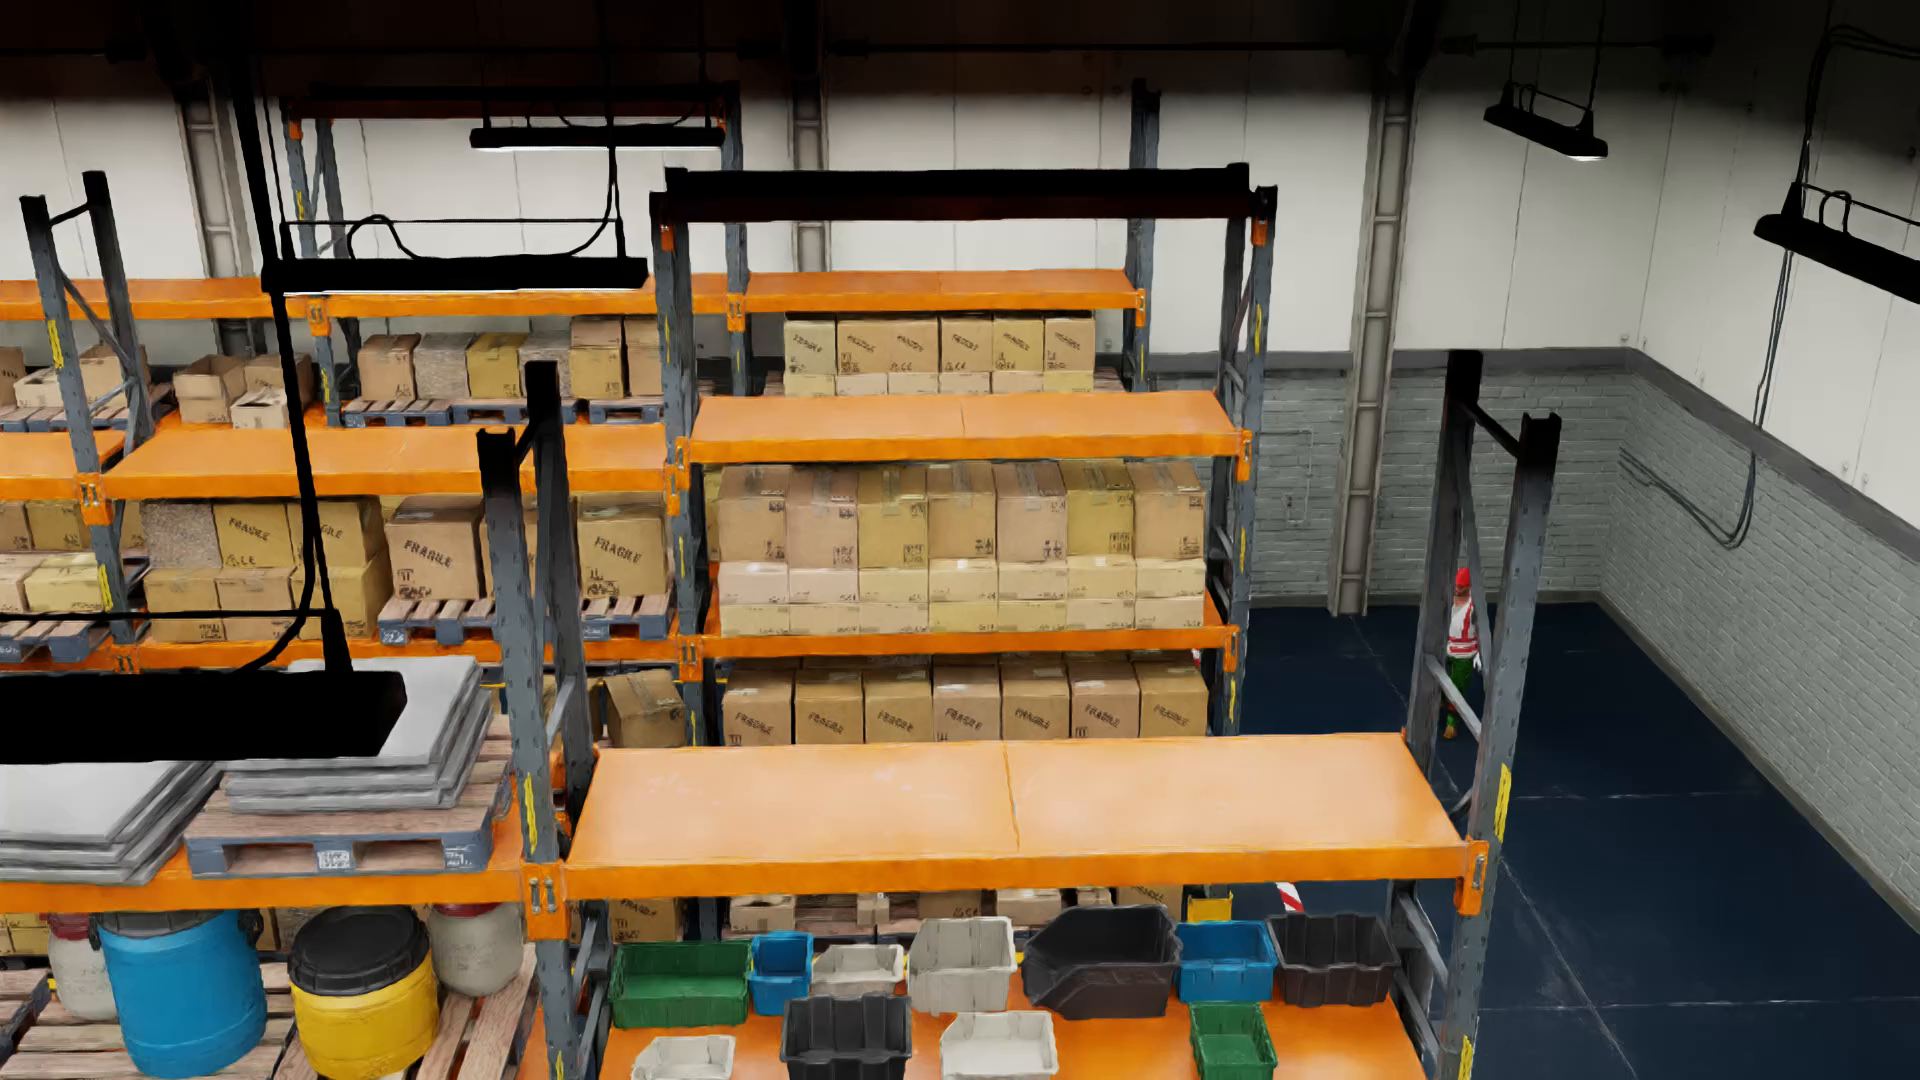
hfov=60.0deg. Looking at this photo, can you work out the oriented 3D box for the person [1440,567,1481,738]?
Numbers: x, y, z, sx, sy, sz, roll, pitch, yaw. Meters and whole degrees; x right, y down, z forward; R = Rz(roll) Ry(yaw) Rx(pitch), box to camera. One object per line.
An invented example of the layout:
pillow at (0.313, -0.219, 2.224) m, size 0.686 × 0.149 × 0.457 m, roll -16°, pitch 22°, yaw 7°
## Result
person at (4.789, 1.028, 16.255) m, size 0.530 × 1.780 × 0.739 m, roll -19°, pitch 29°, yaw -38°
